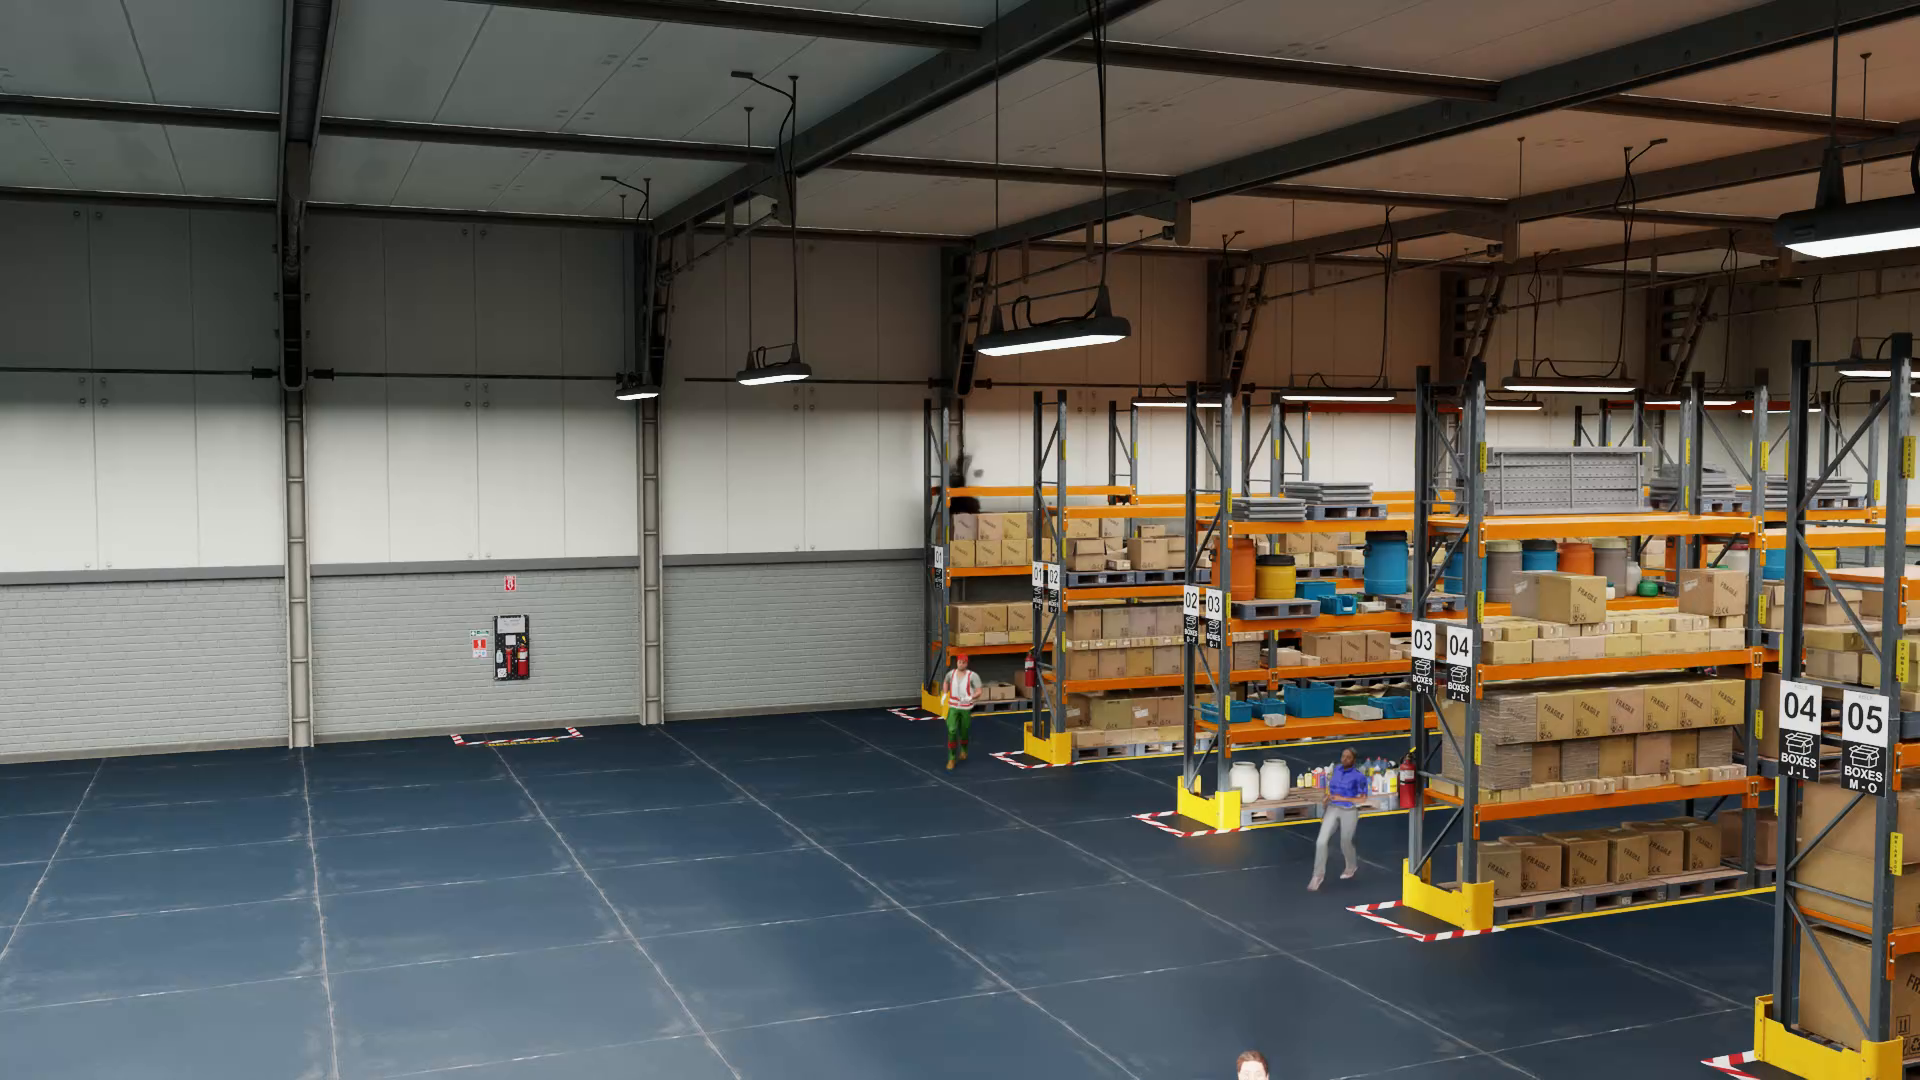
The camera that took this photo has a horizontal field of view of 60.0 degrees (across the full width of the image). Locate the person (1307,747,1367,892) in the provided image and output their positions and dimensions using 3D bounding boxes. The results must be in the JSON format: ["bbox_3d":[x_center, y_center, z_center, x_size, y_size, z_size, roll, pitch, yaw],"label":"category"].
[{"bbox_3d":[4.455,3.218,19.254,0.592,1.682,0.842,3,4,40],"label":"person"}]

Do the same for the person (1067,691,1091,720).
[{"bbox_3d":[2.042,2.593,29.129,0.561,1.732,0.693,-1,4,-23],"label":"person"}]

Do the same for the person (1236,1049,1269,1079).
[{"bbox_3d":[1.690,3.771,9.537,0.549,1.648,0.605,1,3,15],"label":"person"}]

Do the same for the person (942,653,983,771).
[{"bbox_3d":[0.029,2.711,26.530,0.677,1.827,0.886,1,3,9],"label":"person"}]
